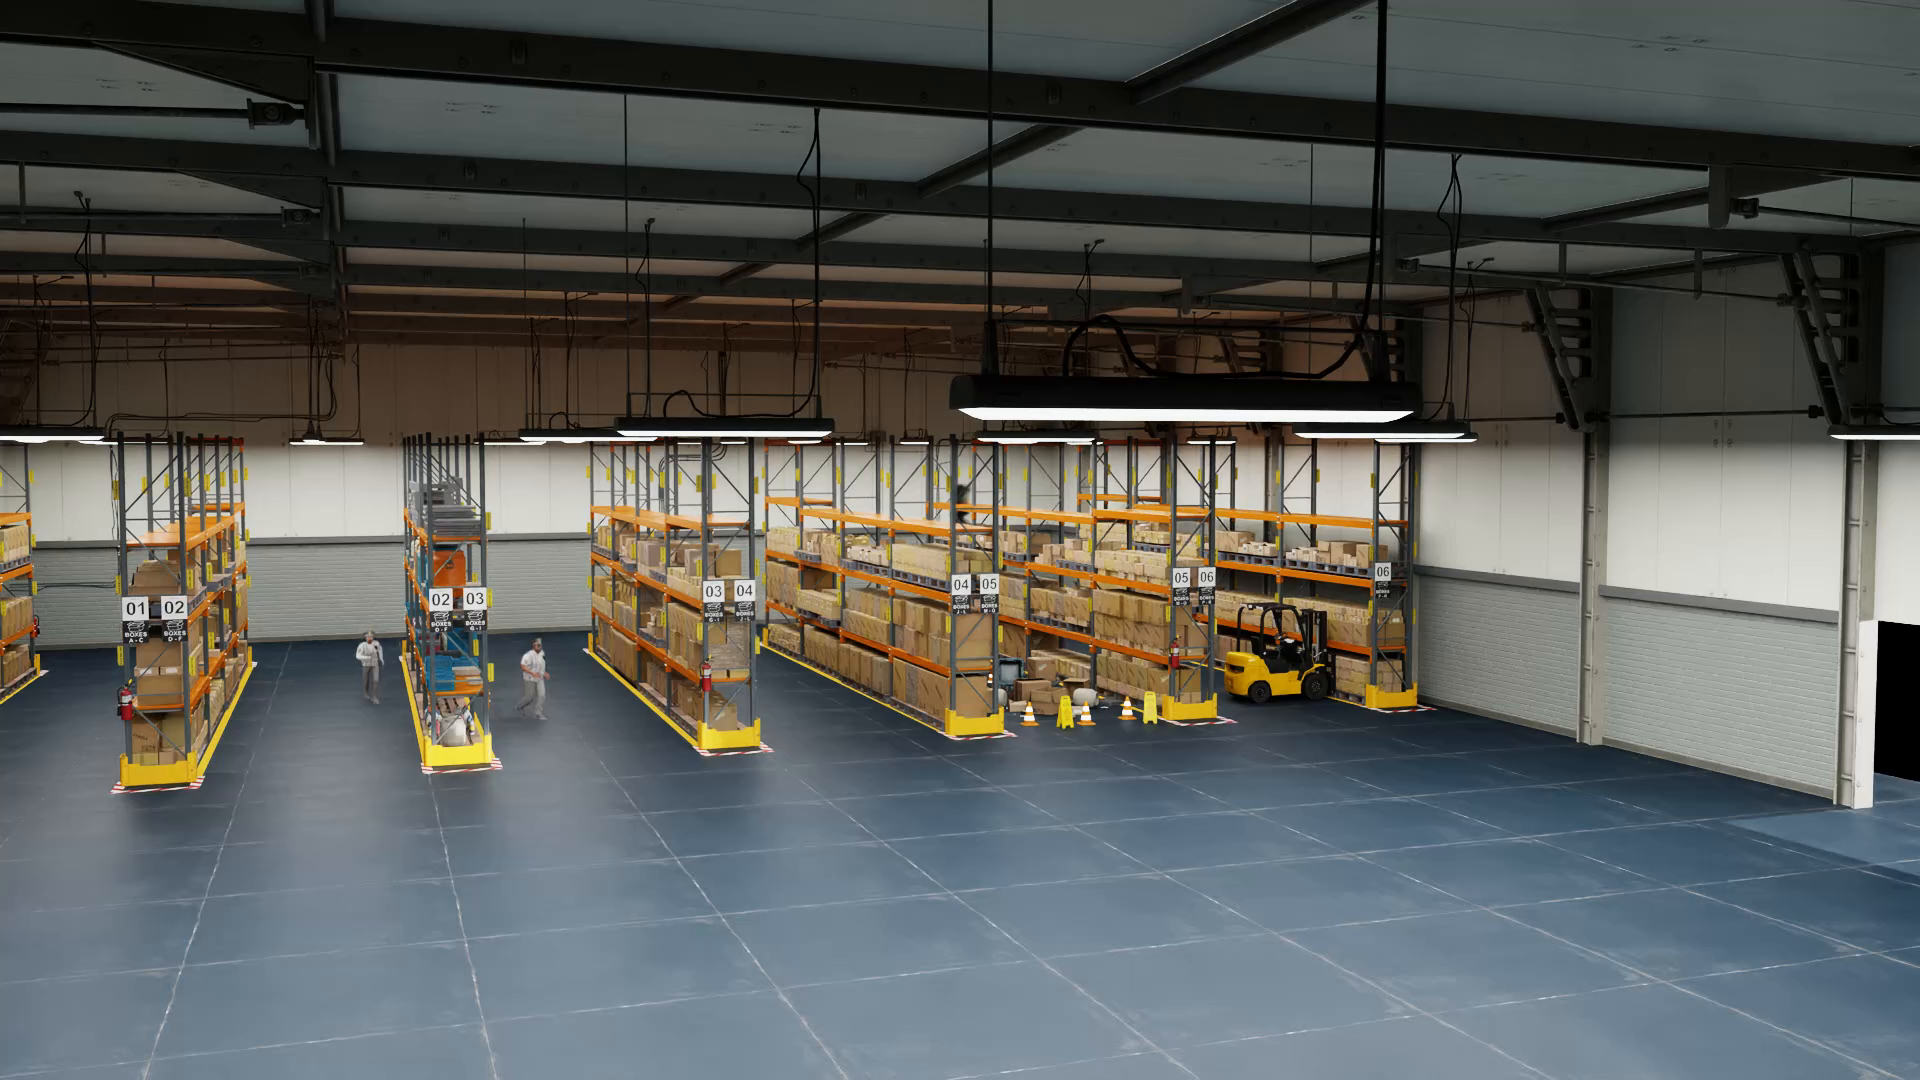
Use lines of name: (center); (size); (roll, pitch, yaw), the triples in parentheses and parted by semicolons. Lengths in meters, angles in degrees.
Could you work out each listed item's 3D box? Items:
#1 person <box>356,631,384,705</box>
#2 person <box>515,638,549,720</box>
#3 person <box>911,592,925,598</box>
person: (-13.235, 2.835, 37.304); (0.598, 1.662, 0.942); (-1, 3, -24)
person: (-9.050, 2.921, 35.086); (0.843, 1.735, 0.658); (2, 4, 38)
person: (-1.283, 1.982, 52.284); (0.874, 1.696, 0.602); (-3, 4, -38)
